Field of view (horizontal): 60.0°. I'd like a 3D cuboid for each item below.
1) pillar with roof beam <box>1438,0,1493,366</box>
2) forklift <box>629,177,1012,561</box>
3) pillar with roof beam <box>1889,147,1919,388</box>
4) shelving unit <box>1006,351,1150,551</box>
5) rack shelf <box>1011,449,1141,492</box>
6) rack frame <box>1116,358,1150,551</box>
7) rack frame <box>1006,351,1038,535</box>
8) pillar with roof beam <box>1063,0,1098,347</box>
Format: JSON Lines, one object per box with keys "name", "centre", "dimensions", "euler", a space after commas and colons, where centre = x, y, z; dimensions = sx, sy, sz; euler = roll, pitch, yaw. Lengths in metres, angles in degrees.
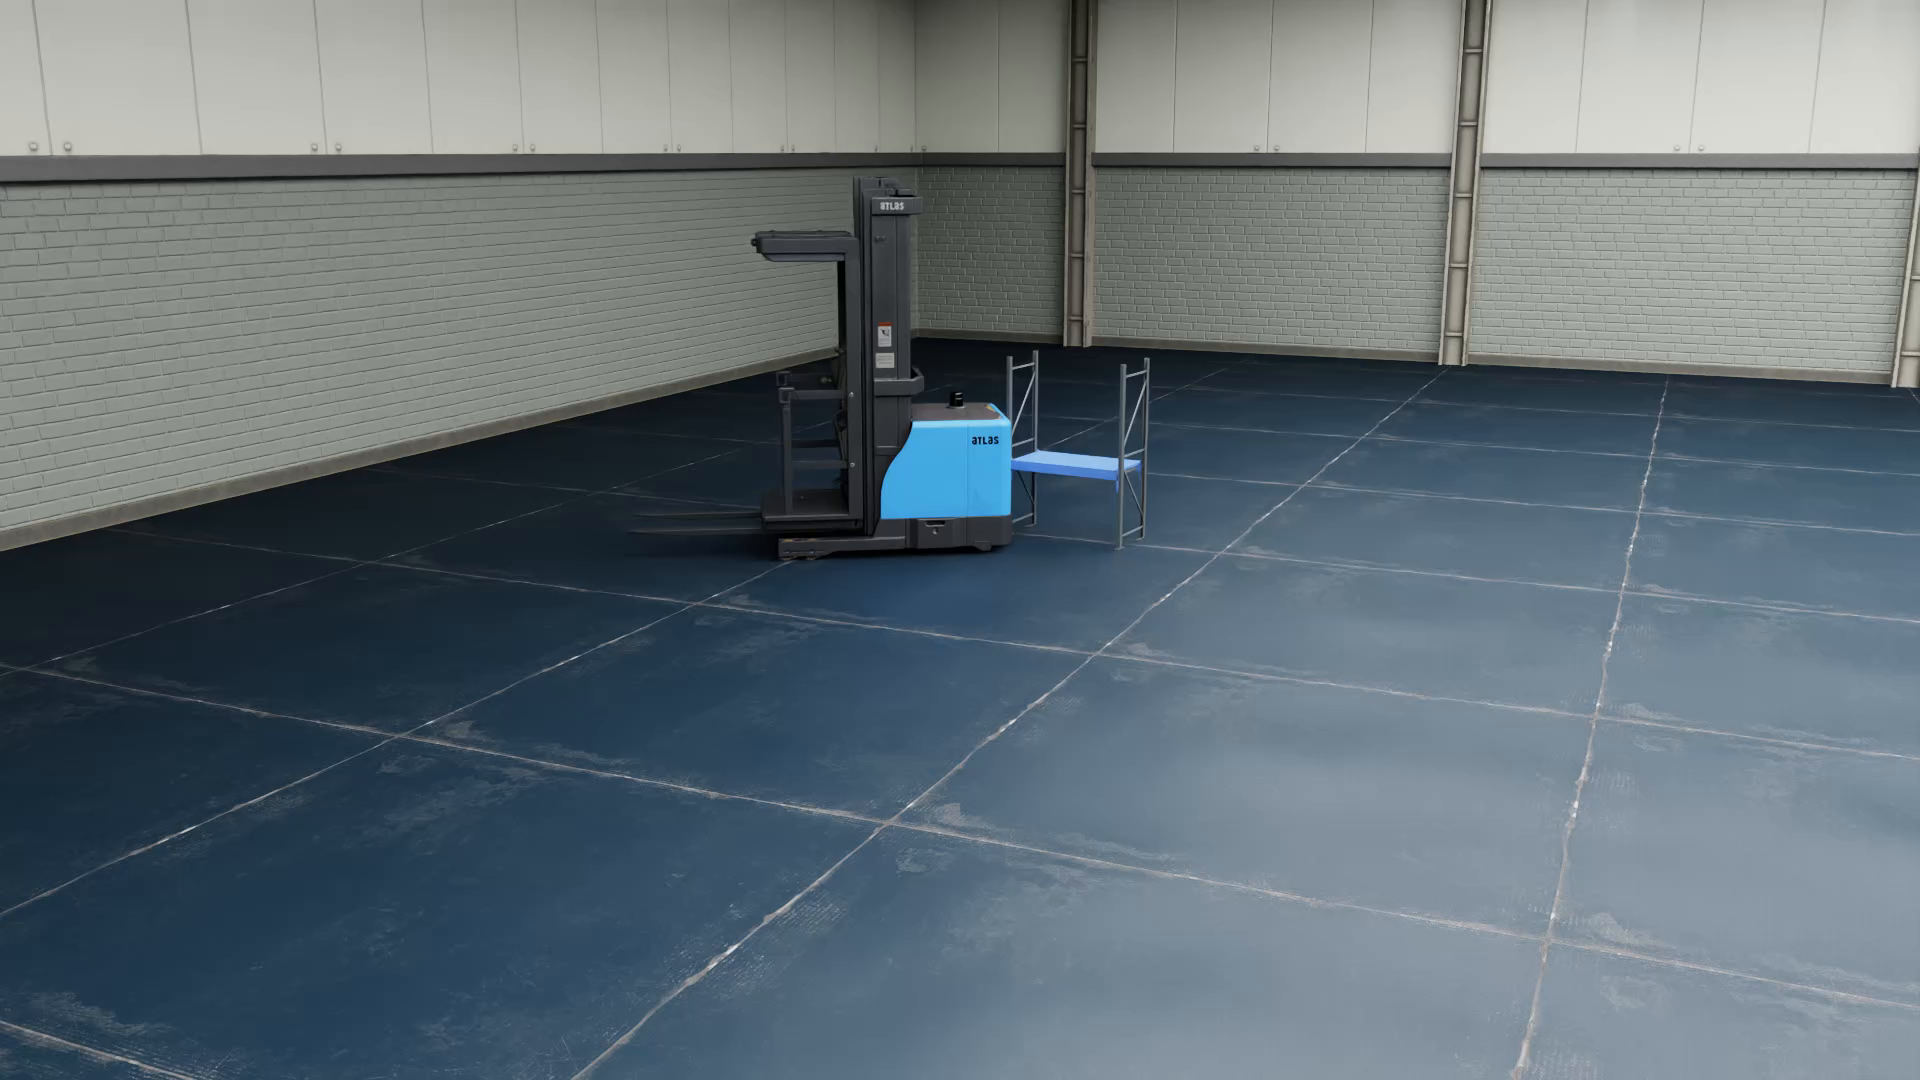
{"name": "pillar with roof beam", "centre": [5.680, -6.130, 20.182], "dimensions": [0.400, 9.000, 9.100], "euler": [6, 14, 23]}
{"name": "forklift", "centre": [-1.138, -1.393, 13.277], "dimensions": [3.031, 2.935, 1.130], "euler": [-2, 13, -7]}
{"name": "pillar with roof beam", "centre": [11.166, -5.575, 17.816], "dimensions": [0.400, 9.000, 9.100], "euler": [6, 14, 23]}
{"name": "shelving unit", "centre": [0.958, -0.754, 13.684], "dimensions": [1.048, 1.500, 0.538], "euler": [8, 15, 29]}
{"name": "rack shelf", "centre": [0.958, -0.579, 13.725], "dimensions": [1.000, 0.185, 0.538], "euler": [8, 15, 29]}
{"name": "rack frame", "centre": [1.398, -0.695, 13.436], "dimensions": [0.032, 1.500, 0.500], "euler": [8, 15, 29]}
{"name": "rack frame", "centre": [0.519, -0.812, 13.933], "dimensions": [0.032, 1.500, 0.500], "euler": [8, 15, 29]}
{"name": "pillar with roof beam", "centre": [0.194, -6.686, 22.548], "dimensions": [0.400, 9.000, 9.100], "euler": [6, 14, 23]}
